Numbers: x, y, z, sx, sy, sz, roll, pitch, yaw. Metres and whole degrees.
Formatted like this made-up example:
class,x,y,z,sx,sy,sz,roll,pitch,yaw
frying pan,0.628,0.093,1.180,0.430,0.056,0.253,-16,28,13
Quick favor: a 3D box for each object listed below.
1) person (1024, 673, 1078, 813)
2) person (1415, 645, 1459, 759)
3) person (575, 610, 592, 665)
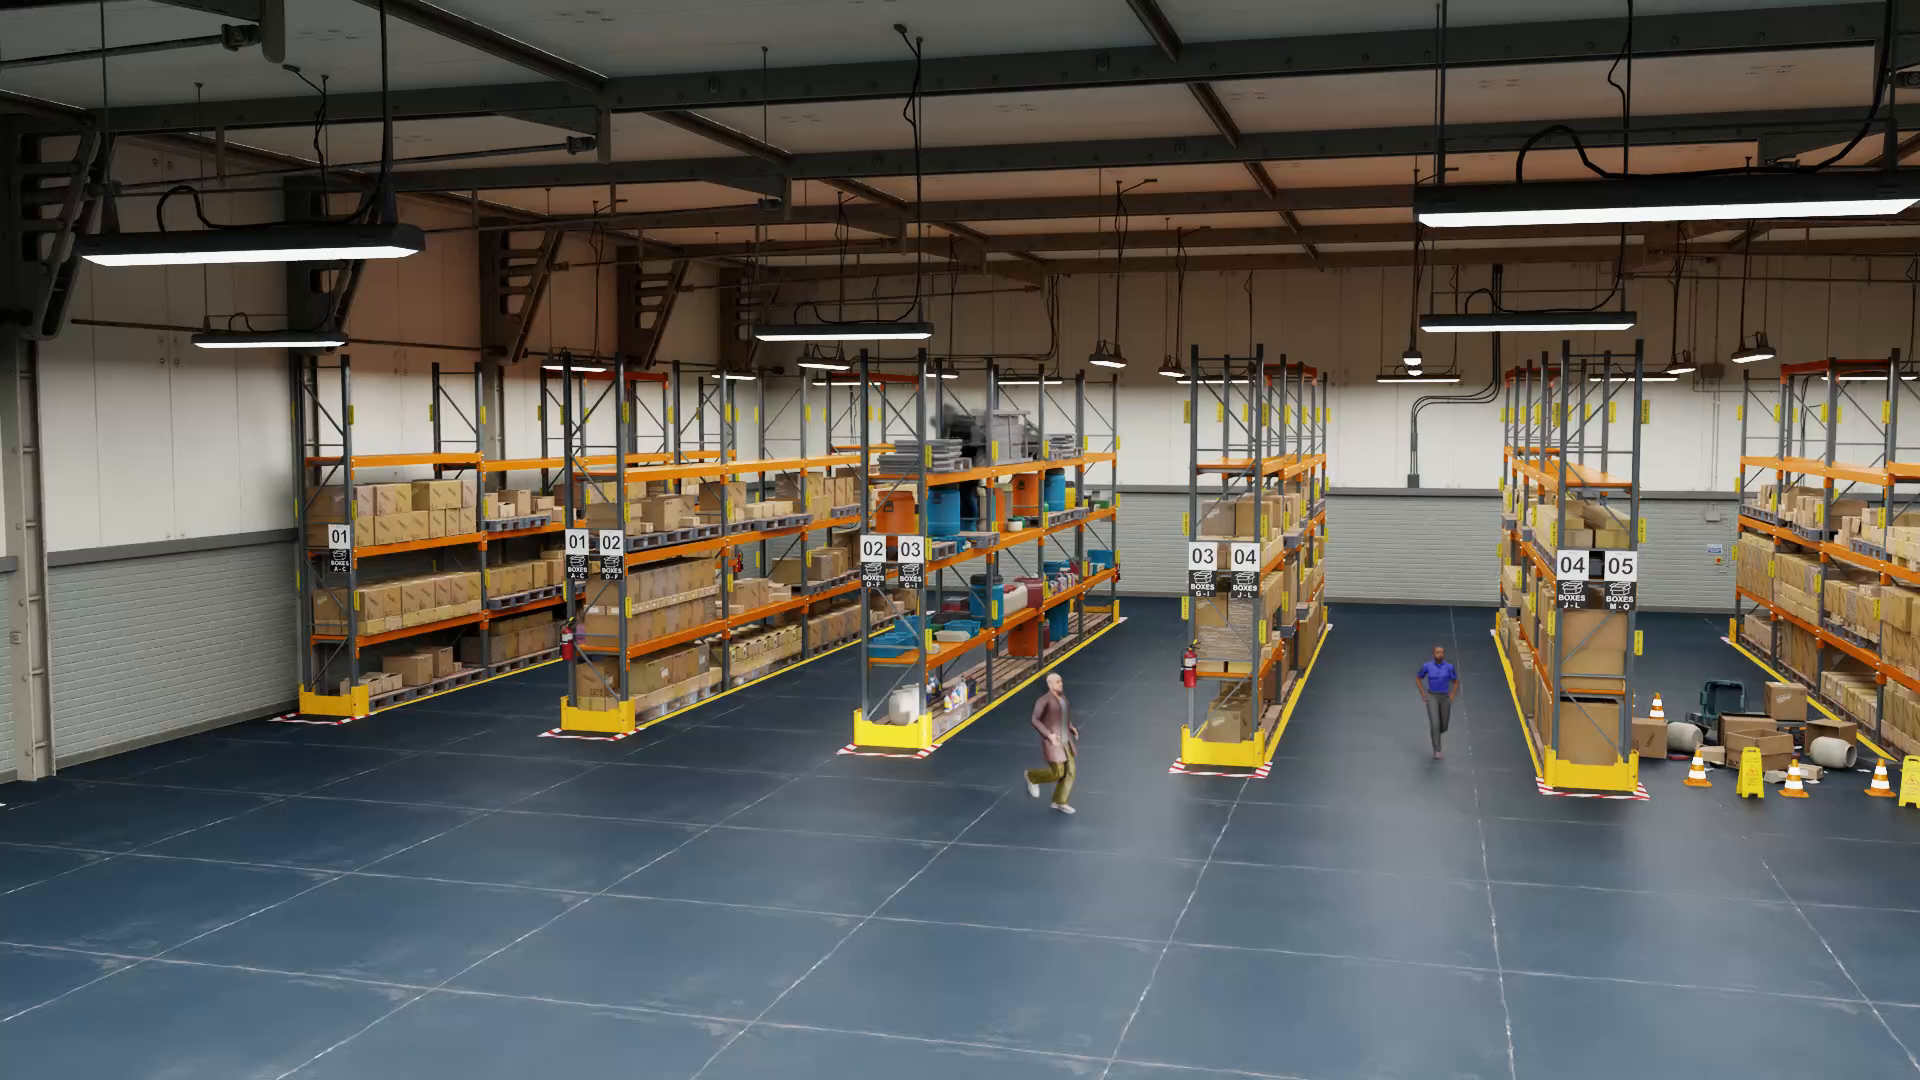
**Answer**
class,x,y,z,sx,sy,sz,roll,pitch,yaw
person,1.177,2.563,21.139,0.747,1.754,0.722,4,6,41
person,7.023,2.359,24.504,0.607,1.618,0.797,0,4,5
person,-6.656,2.023,29.202,0.510,1.591,0.647,1,4,17
